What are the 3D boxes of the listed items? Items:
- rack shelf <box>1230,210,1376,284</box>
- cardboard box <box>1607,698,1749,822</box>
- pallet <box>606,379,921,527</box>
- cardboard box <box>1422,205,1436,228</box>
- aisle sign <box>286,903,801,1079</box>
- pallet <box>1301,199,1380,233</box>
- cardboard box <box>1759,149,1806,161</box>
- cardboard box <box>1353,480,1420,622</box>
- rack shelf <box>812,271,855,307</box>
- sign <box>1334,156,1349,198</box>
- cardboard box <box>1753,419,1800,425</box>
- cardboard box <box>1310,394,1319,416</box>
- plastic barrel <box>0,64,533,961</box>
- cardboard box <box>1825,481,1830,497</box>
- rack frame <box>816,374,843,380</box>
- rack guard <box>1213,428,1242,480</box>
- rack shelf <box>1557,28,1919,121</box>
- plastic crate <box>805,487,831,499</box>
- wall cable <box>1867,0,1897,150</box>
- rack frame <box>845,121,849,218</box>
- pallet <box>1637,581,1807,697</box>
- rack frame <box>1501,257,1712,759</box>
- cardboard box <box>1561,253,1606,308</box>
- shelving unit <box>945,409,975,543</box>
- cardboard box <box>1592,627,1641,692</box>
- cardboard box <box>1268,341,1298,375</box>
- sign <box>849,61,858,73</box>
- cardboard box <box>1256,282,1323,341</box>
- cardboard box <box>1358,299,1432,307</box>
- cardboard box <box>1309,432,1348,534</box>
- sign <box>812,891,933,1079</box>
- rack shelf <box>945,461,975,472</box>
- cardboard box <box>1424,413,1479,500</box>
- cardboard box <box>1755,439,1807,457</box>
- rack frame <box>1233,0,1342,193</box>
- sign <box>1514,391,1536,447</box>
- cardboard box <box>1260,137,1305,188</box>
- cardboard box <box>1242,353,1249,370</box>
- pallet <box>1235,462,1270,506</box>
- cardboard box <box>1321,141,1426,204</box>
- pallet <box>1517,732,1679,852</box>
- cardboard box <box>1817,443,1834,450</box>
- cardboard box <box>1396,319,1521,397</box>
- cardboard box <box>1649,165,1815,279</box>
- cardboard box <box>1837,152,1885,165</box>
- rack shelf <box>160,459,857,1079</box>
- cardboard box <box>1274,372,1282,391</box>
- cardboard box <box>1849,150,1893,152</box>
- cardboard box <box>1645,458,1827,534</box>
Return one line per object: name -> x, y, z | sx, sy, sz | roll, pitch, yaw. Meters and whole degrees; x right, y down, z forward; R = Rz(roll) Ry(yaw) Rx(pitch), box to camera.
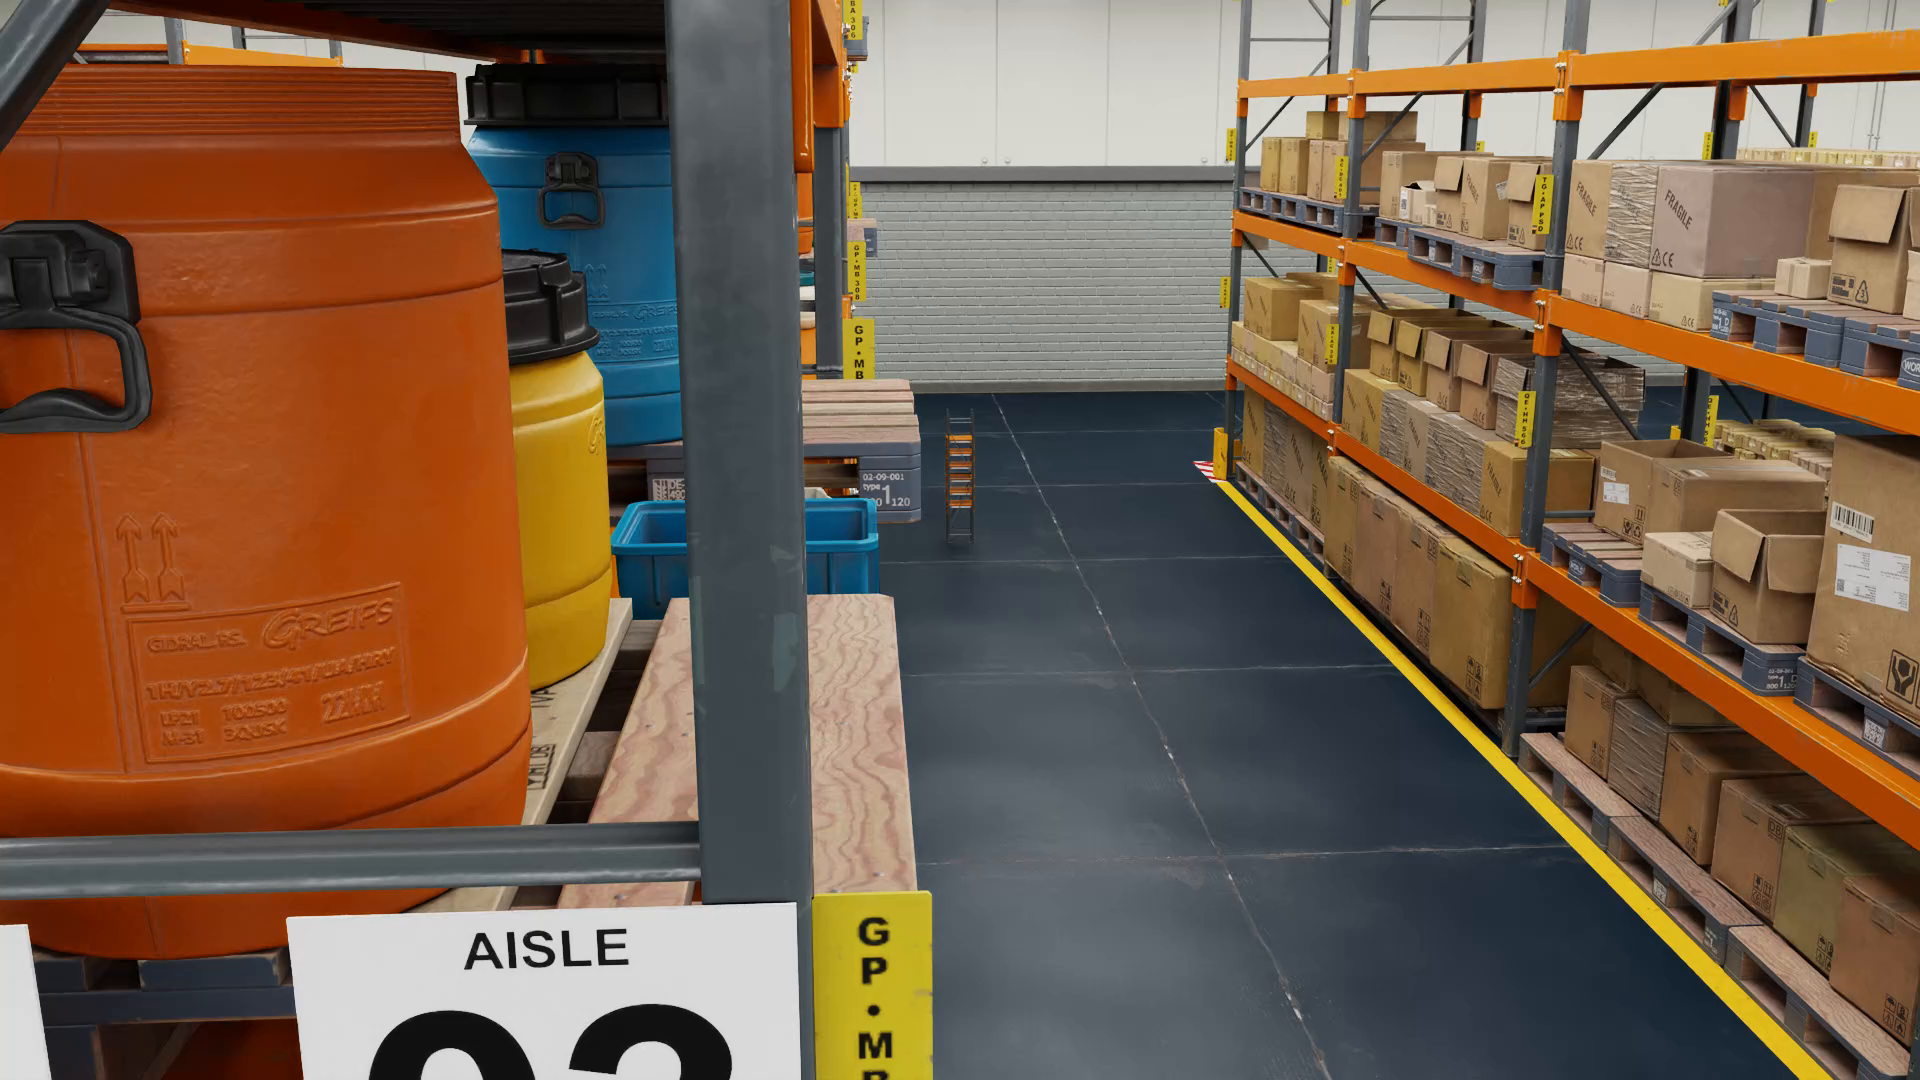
rack shelf -> 3.453, -2.745, 15.323 | 1.077, 0.370, 4.000 | -1, 14, -3
cardboard box -> 3.933, 1.153, 8.882 | 0.700, 0.500, 0.500 | -2, 15, -8
pallet -> -0.729, -0.260, 4.602 | 1.213, 0.211, 1.003 | -1, 14, -3
cardboard box -> 3.520, -2.305, 11.830 | 0.380, 0.149, 0.250 | -1, 15, -6
aisle sign -> -0.326, 0.672, 1.401 | 0.394, 0.787, 0.004 | -1, 14, -3
pallet -> 3.537, -2.757, 14.102 | 1.003, 0.211, 1.213 | -1, 14, -3
cardboard box -> 8.035, -3.728, 16.197 | 0.380, 0.149, 0.250 | -1, 14, -3
cardboard box -> 3.693, 0.063, 12.405 | 1.225, 0.875, 0.875 | -1, 14, -5
rack shelf -> -1.243, -1.674, 11.159 | 1.077, 0.370, 4.000 | -1, 14, -3
sign -> 3.023, -2.876, 13.191 | 0.100, 0.325, 0.005 | -1, 14, -3
cardboard box -> 8.572, -1.173, 17.472 | 0.380, 0.149, 0.250 | -1, 14, -3
cardboard box -> 3.215, -1.156, 14.229 | 0.380, 0.149, 0.250 | -1, 14, -2
plastic barrel -> -0.780, -0.065, 1.760 | 0.600, 0.830, 0.708 | -1, 14, -3
cardboard box -> 8.181, -0.495, 15.437 | 0.380, 0.149, 0.250 | -1, 14, -2
rack frame -> -0.871, 0.923, 5.644 | 1.000, 3.000, 0.127 | -1, 14, -3
rack guard -> 3.328, -0.933, 17.875 | 1.175, 0.500, 0.348 | -1, 14, -3
rack shelf -> 3.949, -2.014, 7.266 | 1.077, 0.370, 4.000 | -1, 14, -3
plastic crate -> -0.368, -0.009, 3.775 | 0.243, 0.136, 0.396 | -1, 14, -3
wall cable -> 12.587, -6.607, 22.868 | 0.463, 3.000, 0.029 | -1, 14, -3
rack frame -> -1.366, -3.972, 12.629 | 1.000, 3.000, 0.127 | -1, 14, -3
pallet -> 3.988, 0.436, 7.920 | 1.003, 0.211, 1.213 | -1, 14, -3
rack frame -> 3.825, -0.148, 9.807 | 1.000, 3.000, 0.127 | -1, 14, -3
cardboard box -> 3.600, -1.408, 8.982 | 0.500, 0.250, 0.500 | -1, 14, -2
shelving unit -> 0.001, -0.577, 15.087 | 0.258, 1.200, 0.189 | -1, 14, -3
cardboard box -> 3.896, 0.652, 9.325 | 0.500, 0.250, 0.500 | 0, 14, -1
cardboard box -> 3.193, -1.702, 15.549 | 0.500, 0.250, 0.500 | -1, 14, -5
sign -> -1.066, -4.823, 16.584 | 0.100, 0.325, 0.005 | -1, 14, -3
cardboard box -> 3.159, -2.196, 15.964 | 0.500, 0.500, 0.500 | -1, 14, -5
cardboard box -> 3.780, -1.823, 14.516 | 0.500, 0.500, 0.500 | -1, 14, -3
cardboard box -> 3.616, -0.483, 14.529 | 0.875, 0.875, 0.875 | -1, 14, -3
sign -> -0.074, 0.453, 1.431 | 0.100, 0.325, 0.005 | -1, 14, -3
rack shelf -> 0.001, -0.651, 15.068 | 0.258, 0.103, 0.180 | -1, 14, -3
cardboard box -> 3.487, -0.569, 11.241 | 0.500, 0.500, 0.500 | -1, 14, -5
cardboard box -> 8.110, -0.904, 16.428 | 0.380, 0.149, 0.250 | 0, 14, -1
rack frame -> 3.329, -5.043, 16.792 | 1.000, 3.000, 0.127 | -1, 14, -3
sign -> 3.271, -0.700, 9.626 | 0.100, 0.325, 0.005 | -1, 14, -3
cardboard box -> 3.415, -3.762, 16.589 | 0.700, 0.500, 0.500 | -2, 15, -7
cardboard box -> 3.055, -1.796, 16.713 | 0.380, 0.149, 0.250 | -1, 14, -5
pallet -> 3.457, -0.590, 17.119 | 1.003, 0.211, 1.213 | -1, 14, -3
cardboard box -> 3.469, -3.090, 13.975 | 0.700, 0.500, 0.500 | -2, 15, -7
pallet -> 3.872, 1.396, 9.399 | 1.003, 0.211, 1.213 | -1, 14, -3
cardboard box -> 8.603, -0.848, 16.211 | 0.380, 0.149, 0.250 | -1, 14, -5
cardboard box -> 3.656, -1.348, 12.255 | 0.797, 0.503, 0.637 | -1, 14, -3
cardboard box -> 3.663, -1.520, 7.913 | 0.500, 0.500, 0.500 | -1, 14, -5
cardboard box -> 8.136, -3.405, 14.941 | 0.380, 0.149, 0.250 | -1, 14, -4
rack shelf -> -0.747, 0.316, 3.426 | 1.077, 0.370, 4.000 | -1, 14, -3
cardboard box -> 3.136, -1.475, 15.468 | 0.380, 0.149, 0.250 | -1, 14, -3
cardboard box -> 8.648, -3.608, 15.729 | 0.380, 0.149, 0.250 | -1, 14, -2
cardboard box -> 4.033, -0.129, 8.689 | 0.700, 0.500, 0.500 | 1, 14, 5
